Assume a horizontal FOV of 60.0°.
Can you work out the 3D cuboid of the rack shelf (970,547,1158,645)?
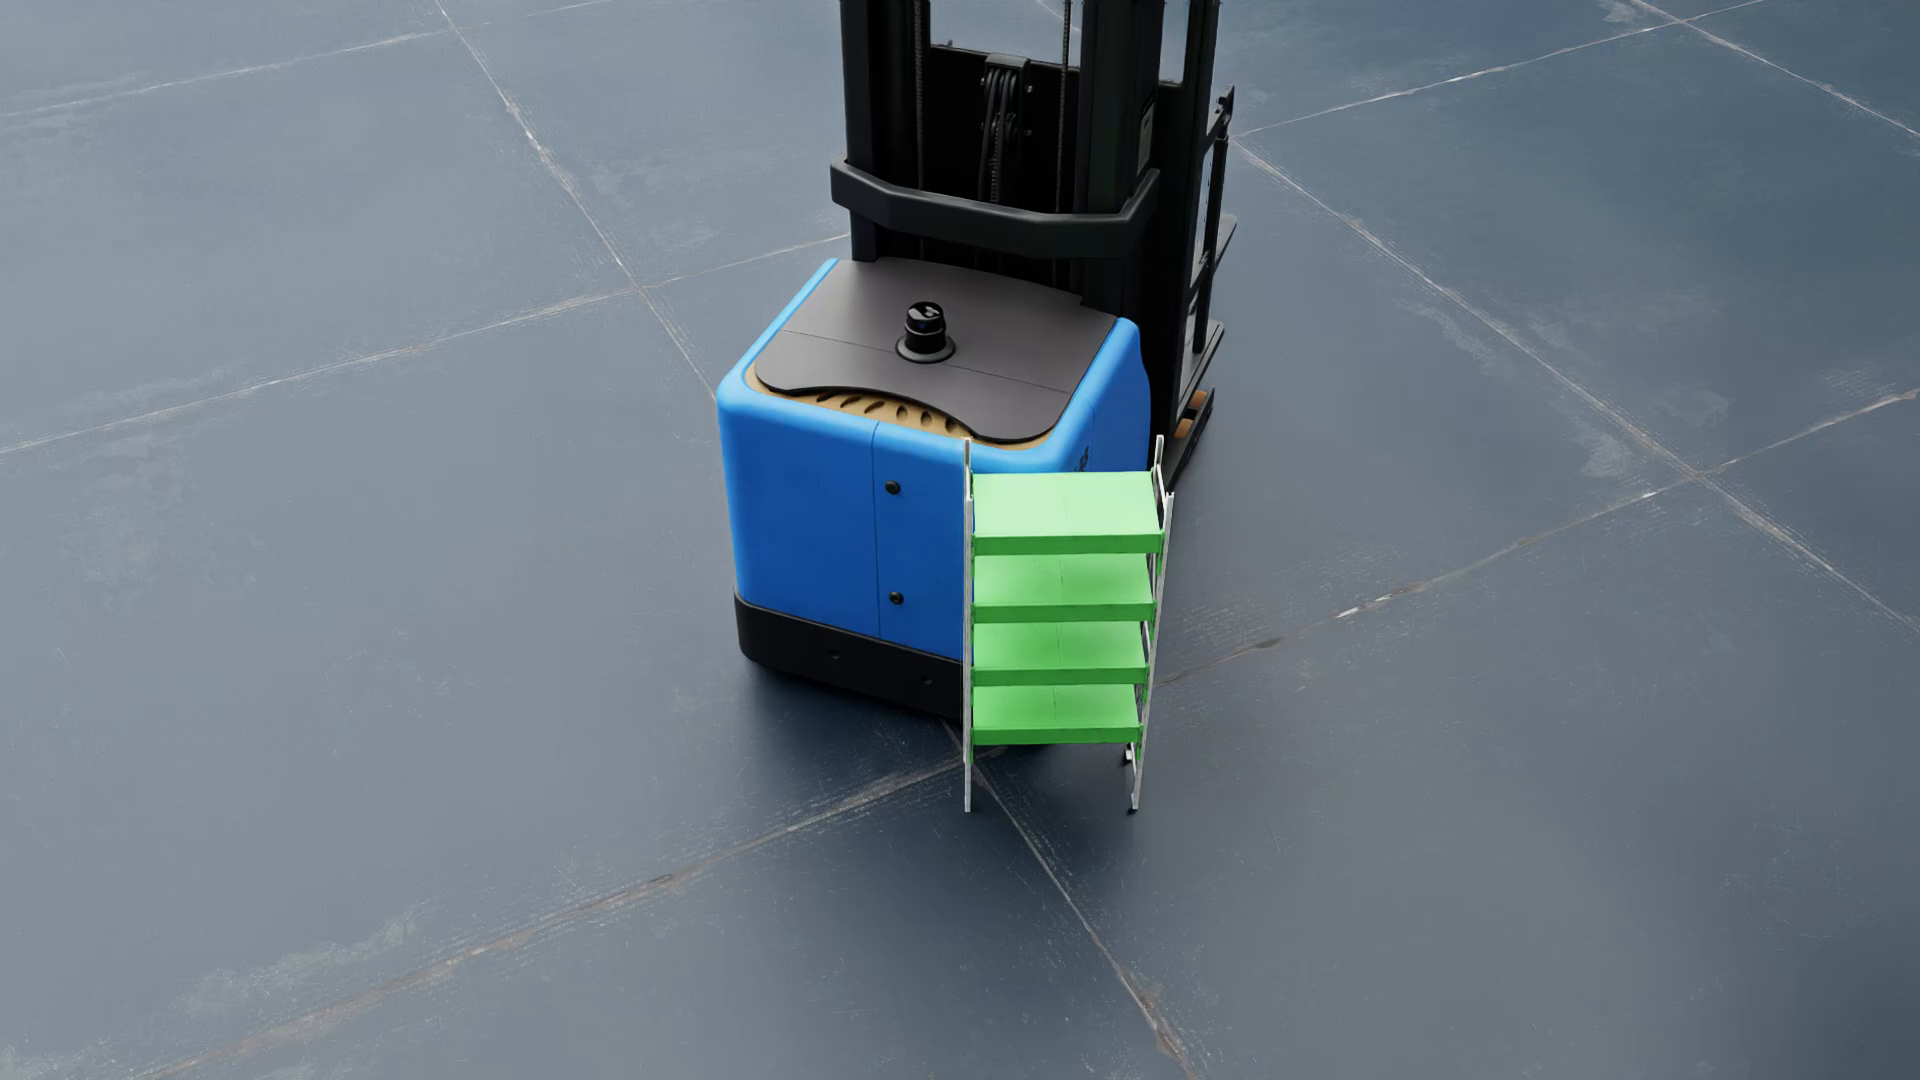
[{"bbox_3d":[0.264,0.133,4.401,0.480,0.148,0.258,-1,42,-1],"label":"rack shelf"}]

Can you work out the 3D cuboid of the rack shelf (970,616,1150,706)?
[{"bbox_3d":[0.264,0.310,4.562,0.480,0.148,0.258,-1,42,-1],"label":"rack shelf"}]

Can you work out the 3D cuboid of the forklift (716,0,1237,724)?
[{"bbox_3d":[0.309,-1.491,5.259,1.130,2.935,3.031,14,42,16],"label":"forklift"}]

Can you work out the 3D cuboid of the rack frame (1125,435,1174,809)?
[{"bbox_3d":[0.508,0.259,4.524,0.015,1.200,0.240,-1,42,-1],"label":"rack frame"}]

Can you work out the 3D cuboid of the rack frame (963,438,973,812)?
[{"bbox_3d":[0.020,0.267,4.515,0.015,1.200,0.240,-1,42,-1],"label":"rack frame"}]

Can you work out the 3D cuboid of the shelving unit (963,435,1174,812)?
[{"bbox_3d":[0.264,0.263,4.519,0.503,1.200,0.258,-1,42,-1],"label":"shelving unit"}]

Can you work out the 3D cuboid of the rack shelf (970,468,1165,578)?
[{"bbox_3d":[0.265,-0.045,4.239,0.480,0.148,0.258,-1,42,-1],"label":"rack shelf"}]

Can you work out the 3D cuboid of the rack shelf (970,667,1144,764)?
[{"bbox_3d":[0.264,0.488,4.724,0.480,0.148,0.258,-1,42,-1],"label":"rack shelf"}]
